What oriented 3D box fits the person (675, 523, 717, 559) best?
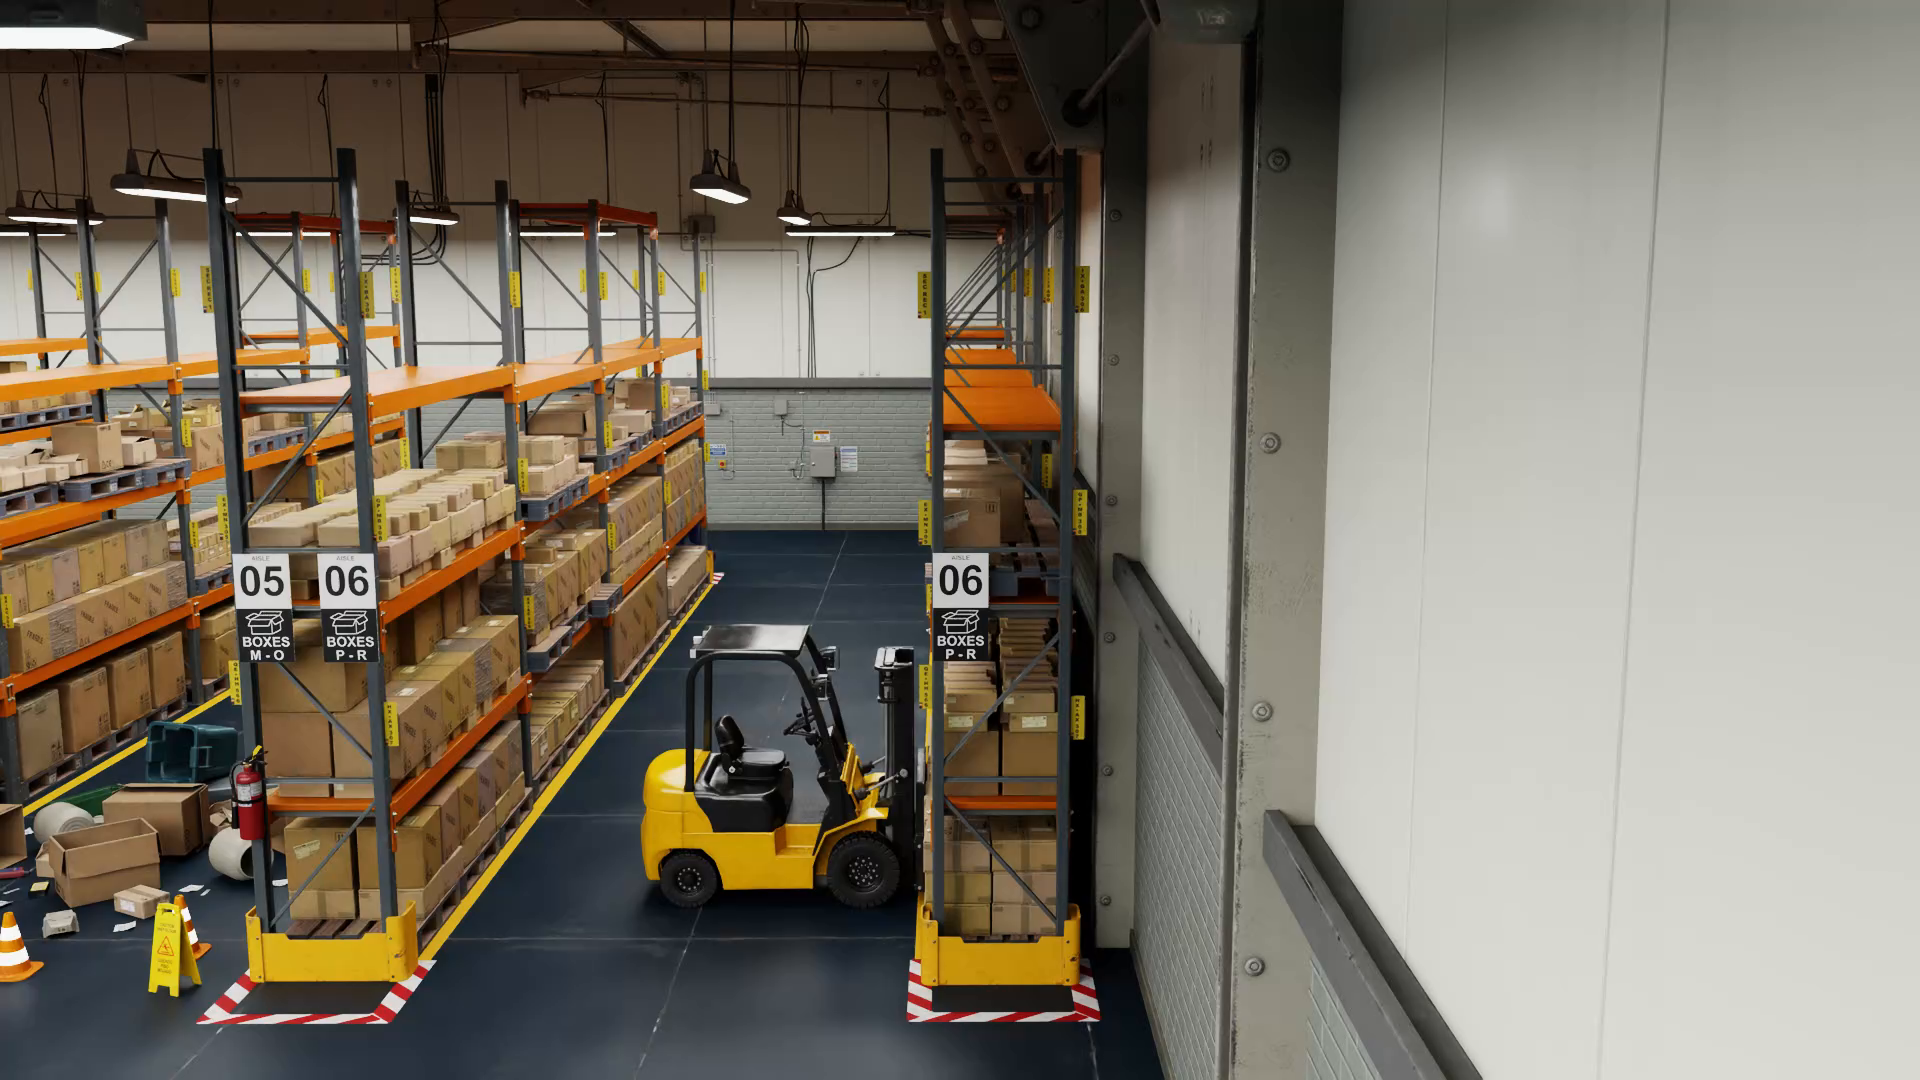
[{"bbox_3d":[-4.811,-0.228,29.210,0.942,1.421,0.629,2,9,12],"label":"person"}]
